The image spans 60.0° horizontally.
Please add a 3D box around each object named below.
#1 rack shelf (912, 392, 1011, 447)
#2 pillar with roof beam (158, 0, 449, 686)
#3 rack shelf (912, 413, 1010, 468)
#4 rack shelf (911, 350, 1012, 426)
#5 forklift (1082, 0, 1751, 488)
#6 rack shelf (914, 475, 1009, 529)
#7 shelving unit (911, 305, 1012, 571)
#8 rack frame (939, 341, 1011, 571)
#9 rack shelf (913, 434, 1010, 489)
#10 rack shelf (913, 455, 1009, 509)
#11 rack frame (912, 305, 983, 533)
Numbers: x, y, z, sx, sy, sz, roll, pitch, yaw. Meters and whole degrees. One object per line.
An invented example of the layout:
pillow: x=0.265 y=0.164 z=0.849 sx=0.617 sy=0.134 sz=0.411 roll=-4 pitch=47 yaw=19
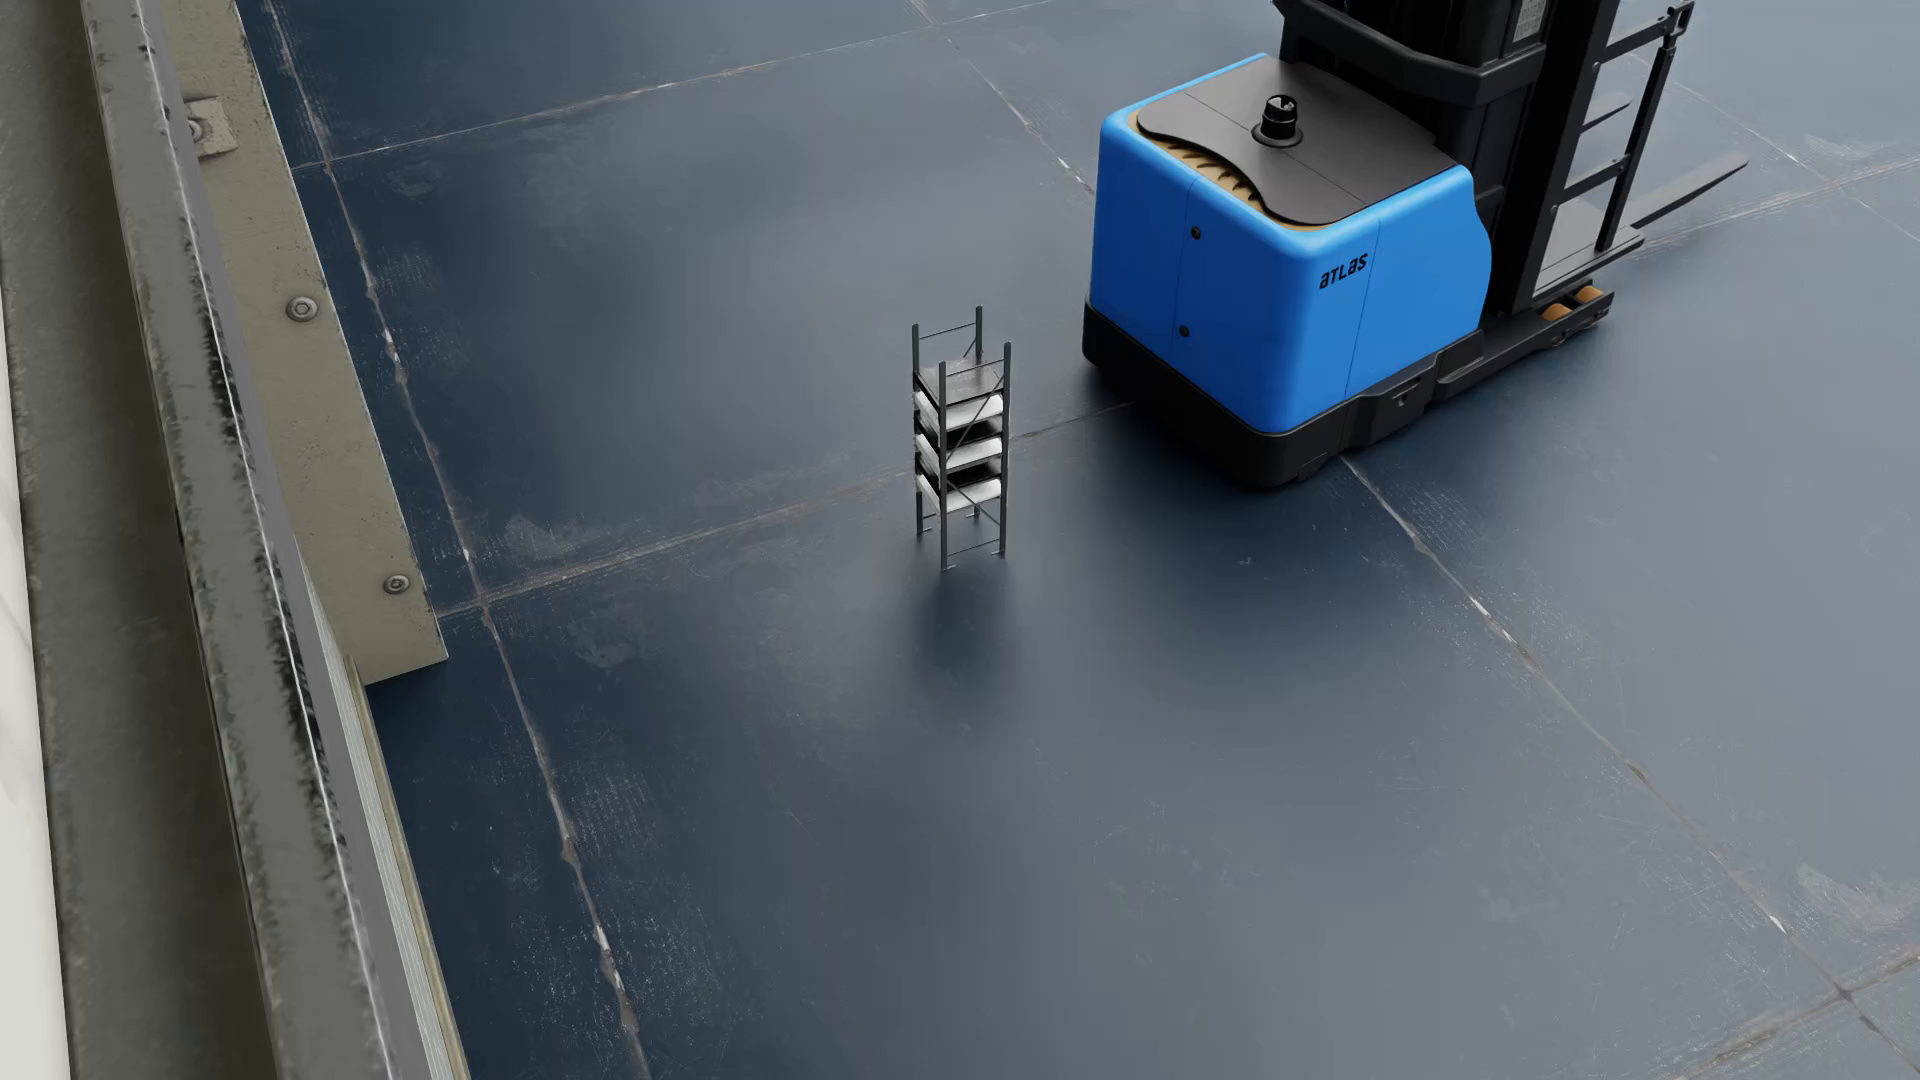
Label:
rack shelf: x=0.003 y=-0.420 z=5.326 sx=0.258 sy=0.077 sz=0.200 roll=-18 pitch=47 yaw=-17
pillar with roof beam: x=2.035 y=-4.173 z=3.573 sx=9.100 sy=9.000 sz=0.400 roll=-18 pitch=47 yaw=-17
rack shelf: x=0.003 y=-0.355 z=5.389 sx=0.258 sy=0.077 sz=0.200 roll=-18 pitch=47 yaw=-17
rack shelf: x=0.003 y=-0.484 z=5.262 sx=0.258 sy=0.077 sz=0.200 roll=-18 pitch=47 yaw=-17
forklift: x=1.956 y=-2.073 z=5.764 sx=3.031 sy=2.935 sz=1.130 roll=-27 pitch=51 yaw=-25
rack shelf: x=0.003 y=-0.163 z=5.579 sx=0.258 sy=0.077 sz=0.200 roll=-18 pitch=47 yaw=-17
shelving unit: x=0.003 y=-0.315 z=5.429 sx=0.258 sy=0.900 sz=0.210 roll=-18 pitch=47 yaw=-17
rack frame: x=0.046 y=-0.250 z=5.363 sx=0.240 sy=0.900 sz=0.006 roll=-18 pitch=47 yaw=-17
rack shelf: x=0.003 y=-0.291 z=5.452 sx=0.258 sy=0.077 sz=0.200 roll=-18 pitch=47 yaw=-17
rack shelf: x=0.003 y=-0.227 z=5.515 sx=0.258 sy=0.077 sz=0.200 roll=-18 pitch=47 yaw=-17
rack frame: x=-0.039 y=-0.380 z=5.494 sx=0.240 sy=0.900 sz=0.006 roll=-18 pitch=47 yaw=-17
